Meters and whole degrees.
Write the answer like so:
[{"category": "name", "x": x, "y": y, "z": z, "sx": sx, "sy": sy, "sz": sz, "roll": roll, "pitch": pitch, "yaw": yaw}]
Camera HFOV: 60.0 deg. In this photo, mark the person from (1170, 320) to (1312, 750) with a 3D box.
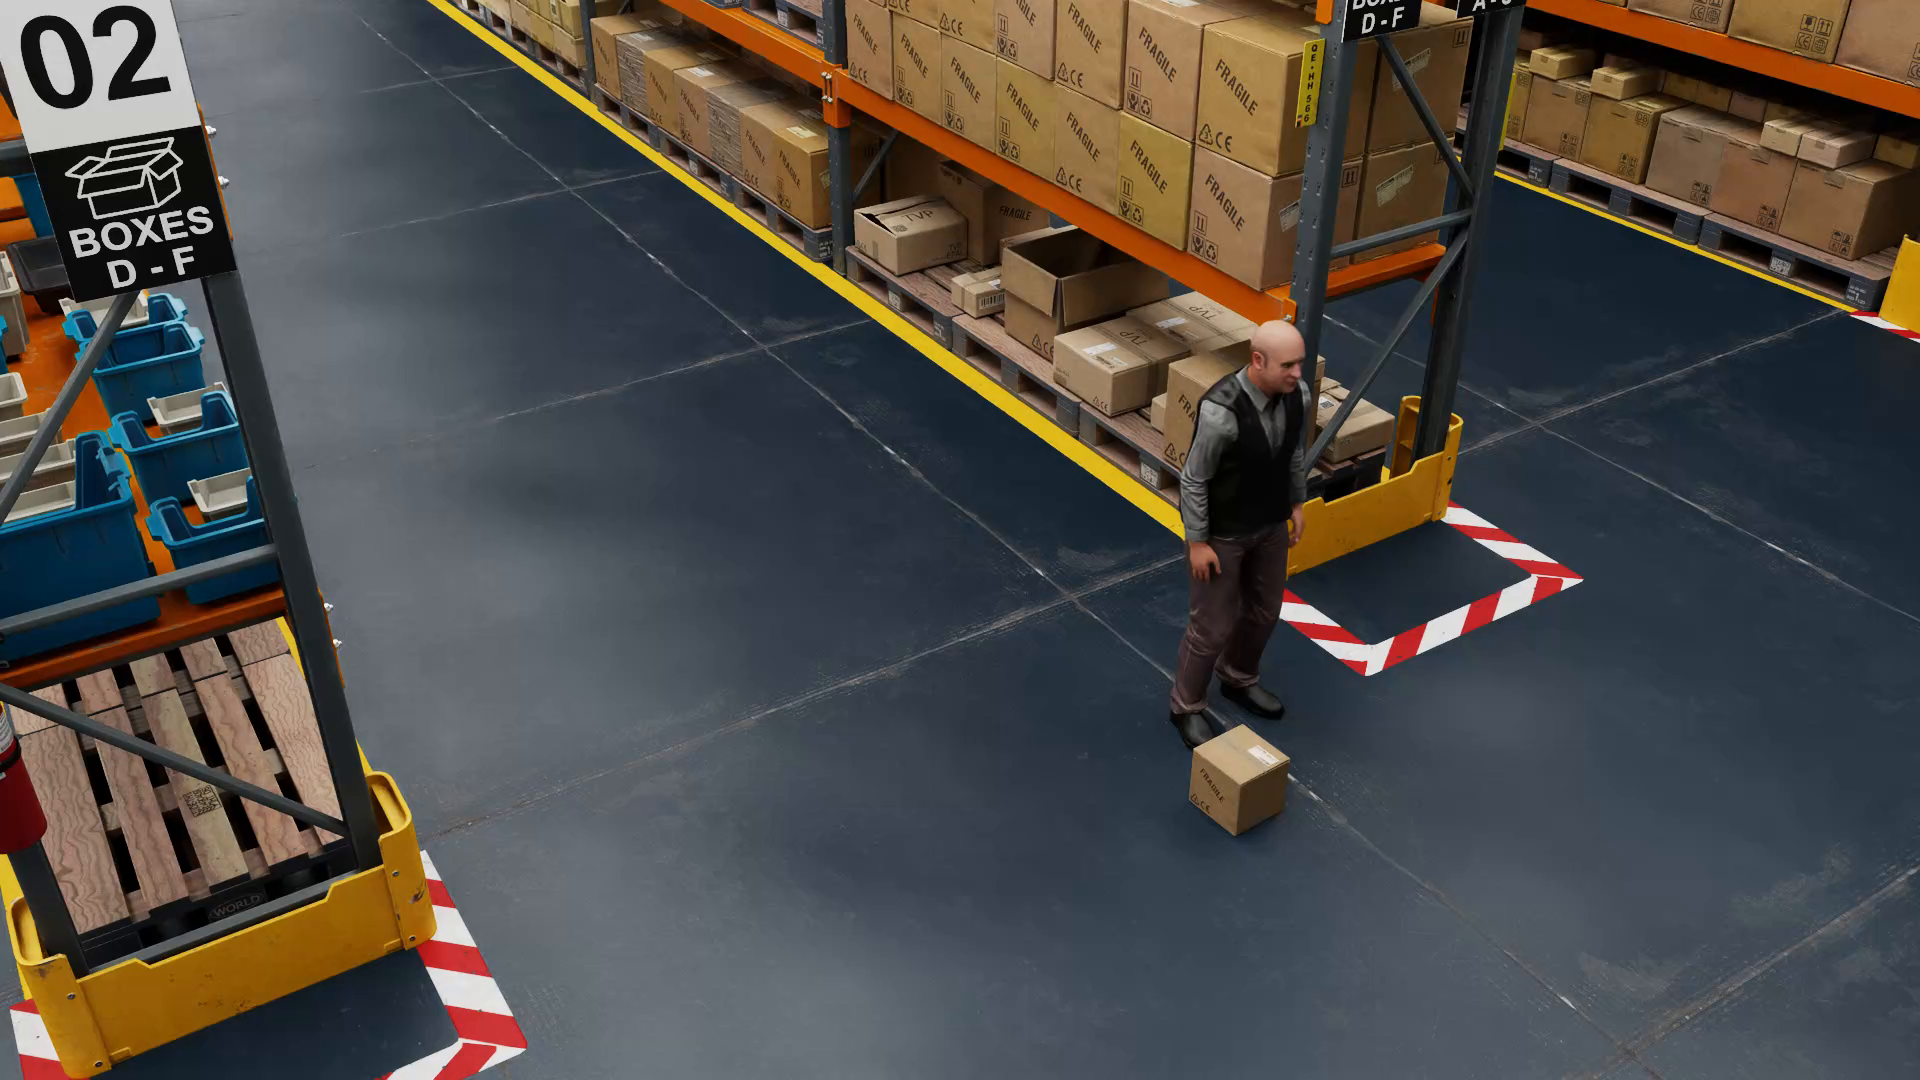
[{"category": "person", "x": 1.047, "y": -0.051, "z": 6.239, "sx": 0.580, "sy": 1.722, "sz": 0.419, "roll": -20, "pitch": 38, "yaw": -29}]
